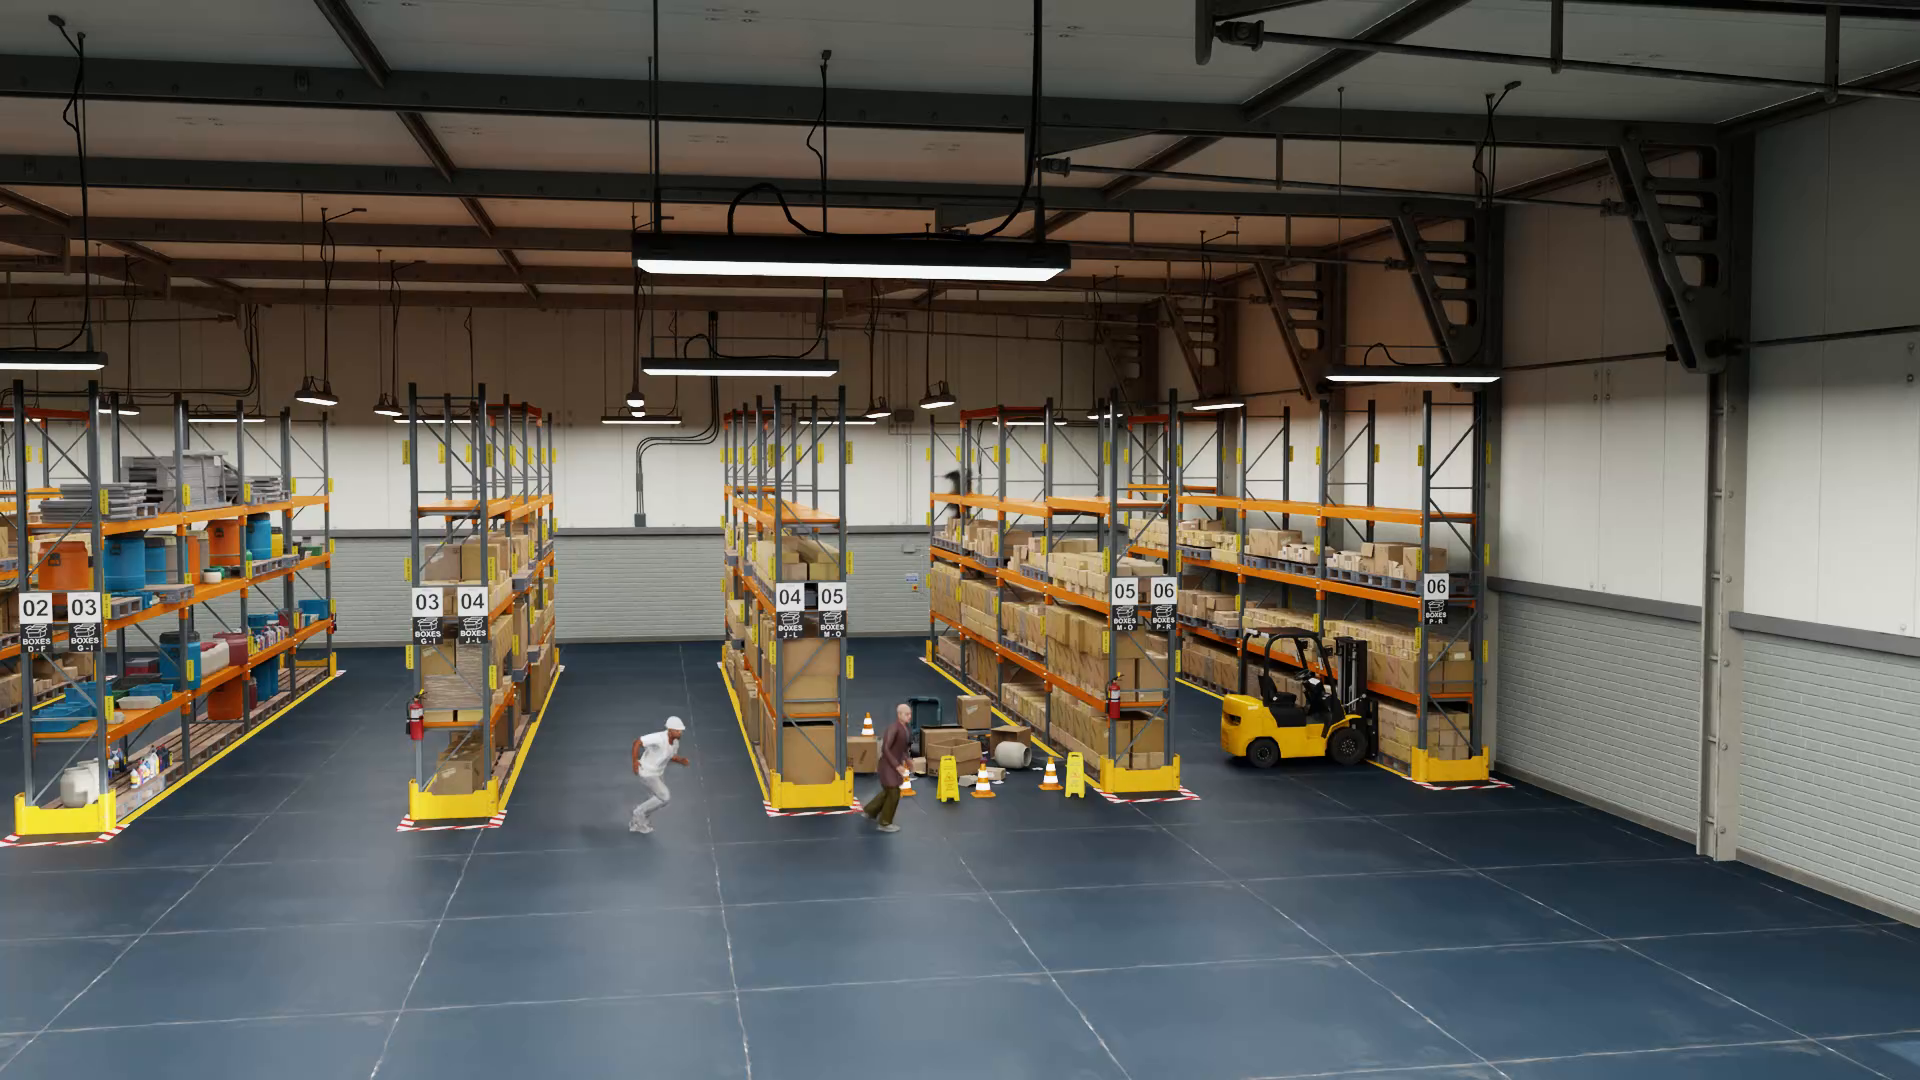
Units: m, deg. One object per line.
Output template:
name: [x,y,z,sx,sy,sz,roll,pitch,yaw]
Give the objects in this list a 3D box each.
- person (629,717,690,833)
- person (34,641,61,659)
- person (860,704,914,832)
person: [-3.991,3.099,21.844,0.862,1.577,0.738,1,3,20]
person: [-20.854,2.292,38.006,1.090,1.598,0.658,1,3,16]
person: [-0.983,3.036,22.129,0.751,1.687,0.663,1,3,15]
